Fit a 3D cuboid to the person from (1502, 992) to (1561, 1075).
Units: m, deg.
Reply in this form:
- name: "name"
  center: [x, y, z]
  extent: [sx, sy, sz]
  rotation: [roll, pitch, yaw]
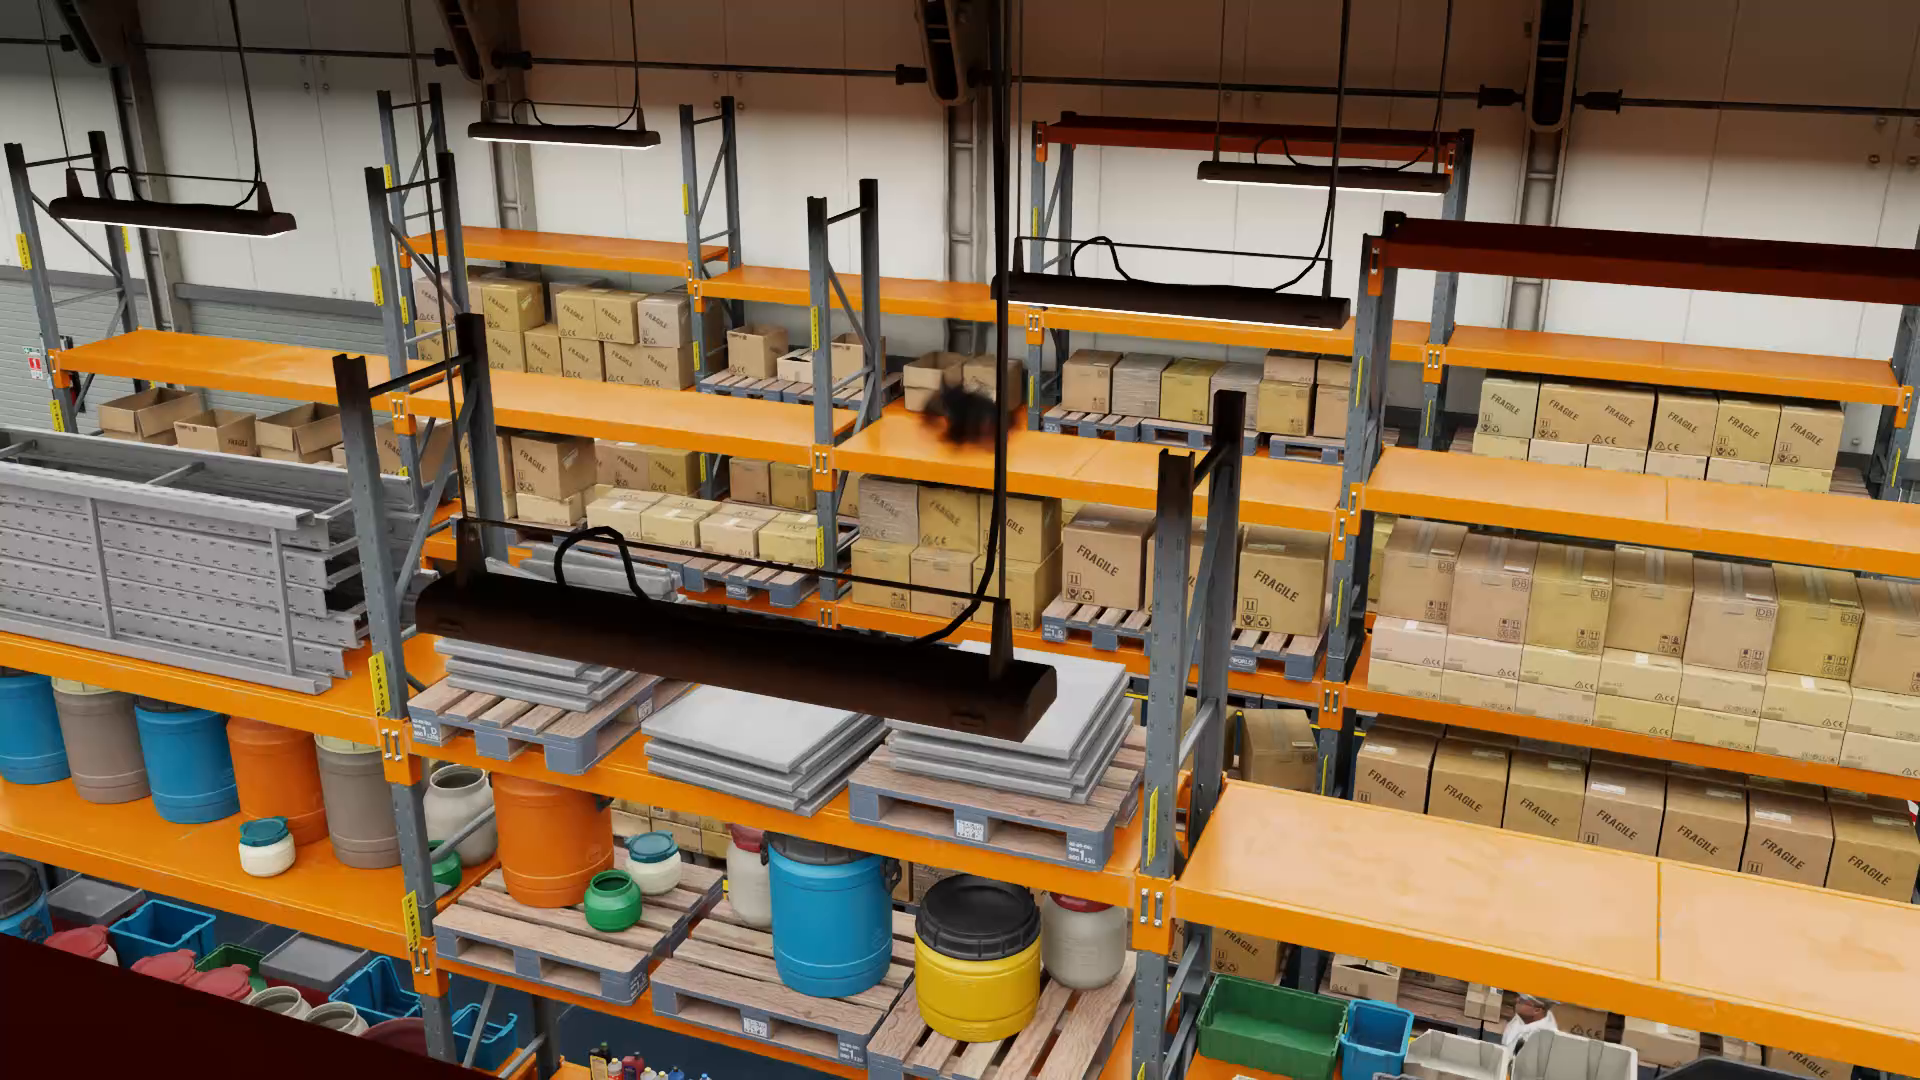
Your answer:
- name: "person"
  center: [3.724, 3.554, 10.649]
  extent: [0.754, 1.734, 0.654]
  rotation: [3, 21, 8]
